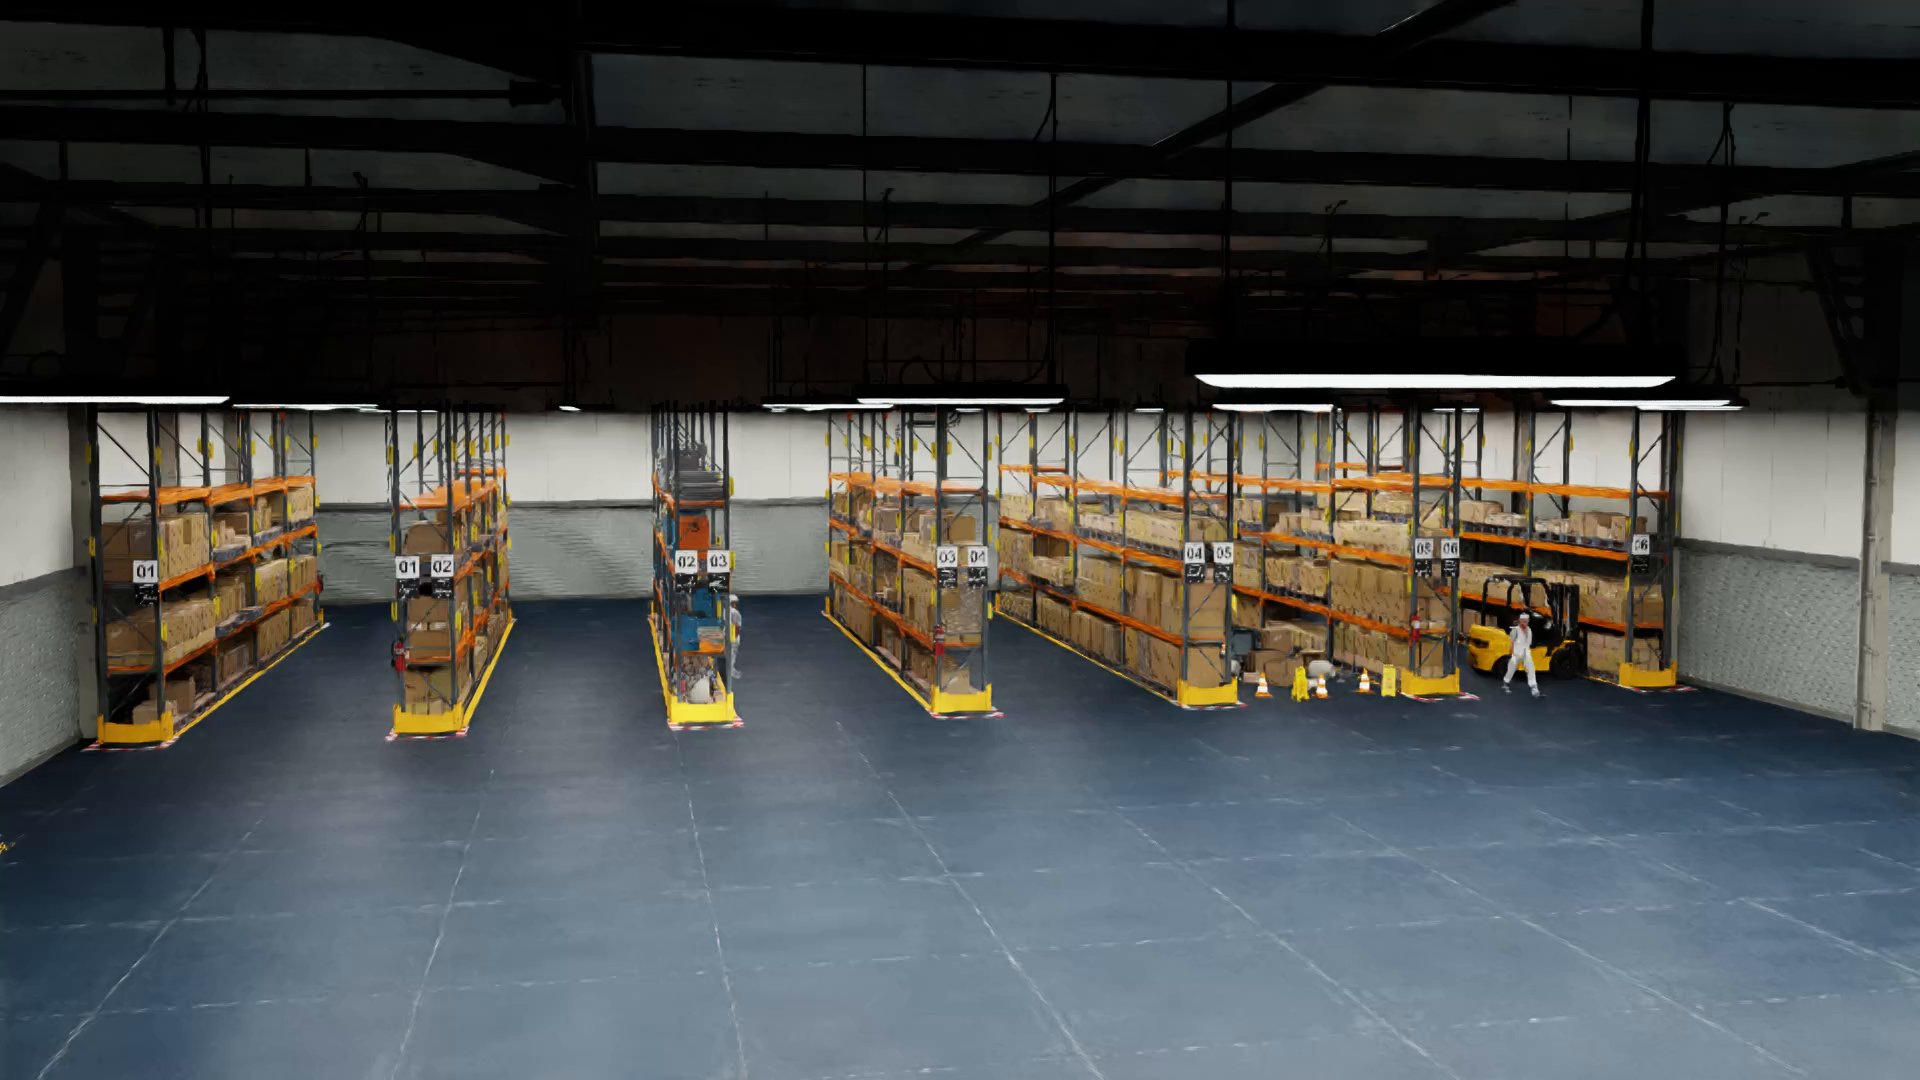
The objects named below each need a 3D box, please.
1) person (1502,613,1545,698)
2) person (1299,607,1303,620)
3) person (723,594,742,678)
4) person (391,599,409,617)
[{"bbox_3d":[11.375,2.314,33.636,0.555,1.705,1.115,-1,4,-14],"label":"person"},{"bbox_3d":[9.121,1.476,44.757,0.450,1.727,0.584,-4,6,-43],"label":"person"},{"bbox_3d":[-4.964,2.080,36.231,0.363,1.788,0.621,-2,5,-30],"label":"person"},{"bbox_3d":[-15.717,1.327,47.009,0.500,1.723,0.719,3,5,30],"label":"person"}]
